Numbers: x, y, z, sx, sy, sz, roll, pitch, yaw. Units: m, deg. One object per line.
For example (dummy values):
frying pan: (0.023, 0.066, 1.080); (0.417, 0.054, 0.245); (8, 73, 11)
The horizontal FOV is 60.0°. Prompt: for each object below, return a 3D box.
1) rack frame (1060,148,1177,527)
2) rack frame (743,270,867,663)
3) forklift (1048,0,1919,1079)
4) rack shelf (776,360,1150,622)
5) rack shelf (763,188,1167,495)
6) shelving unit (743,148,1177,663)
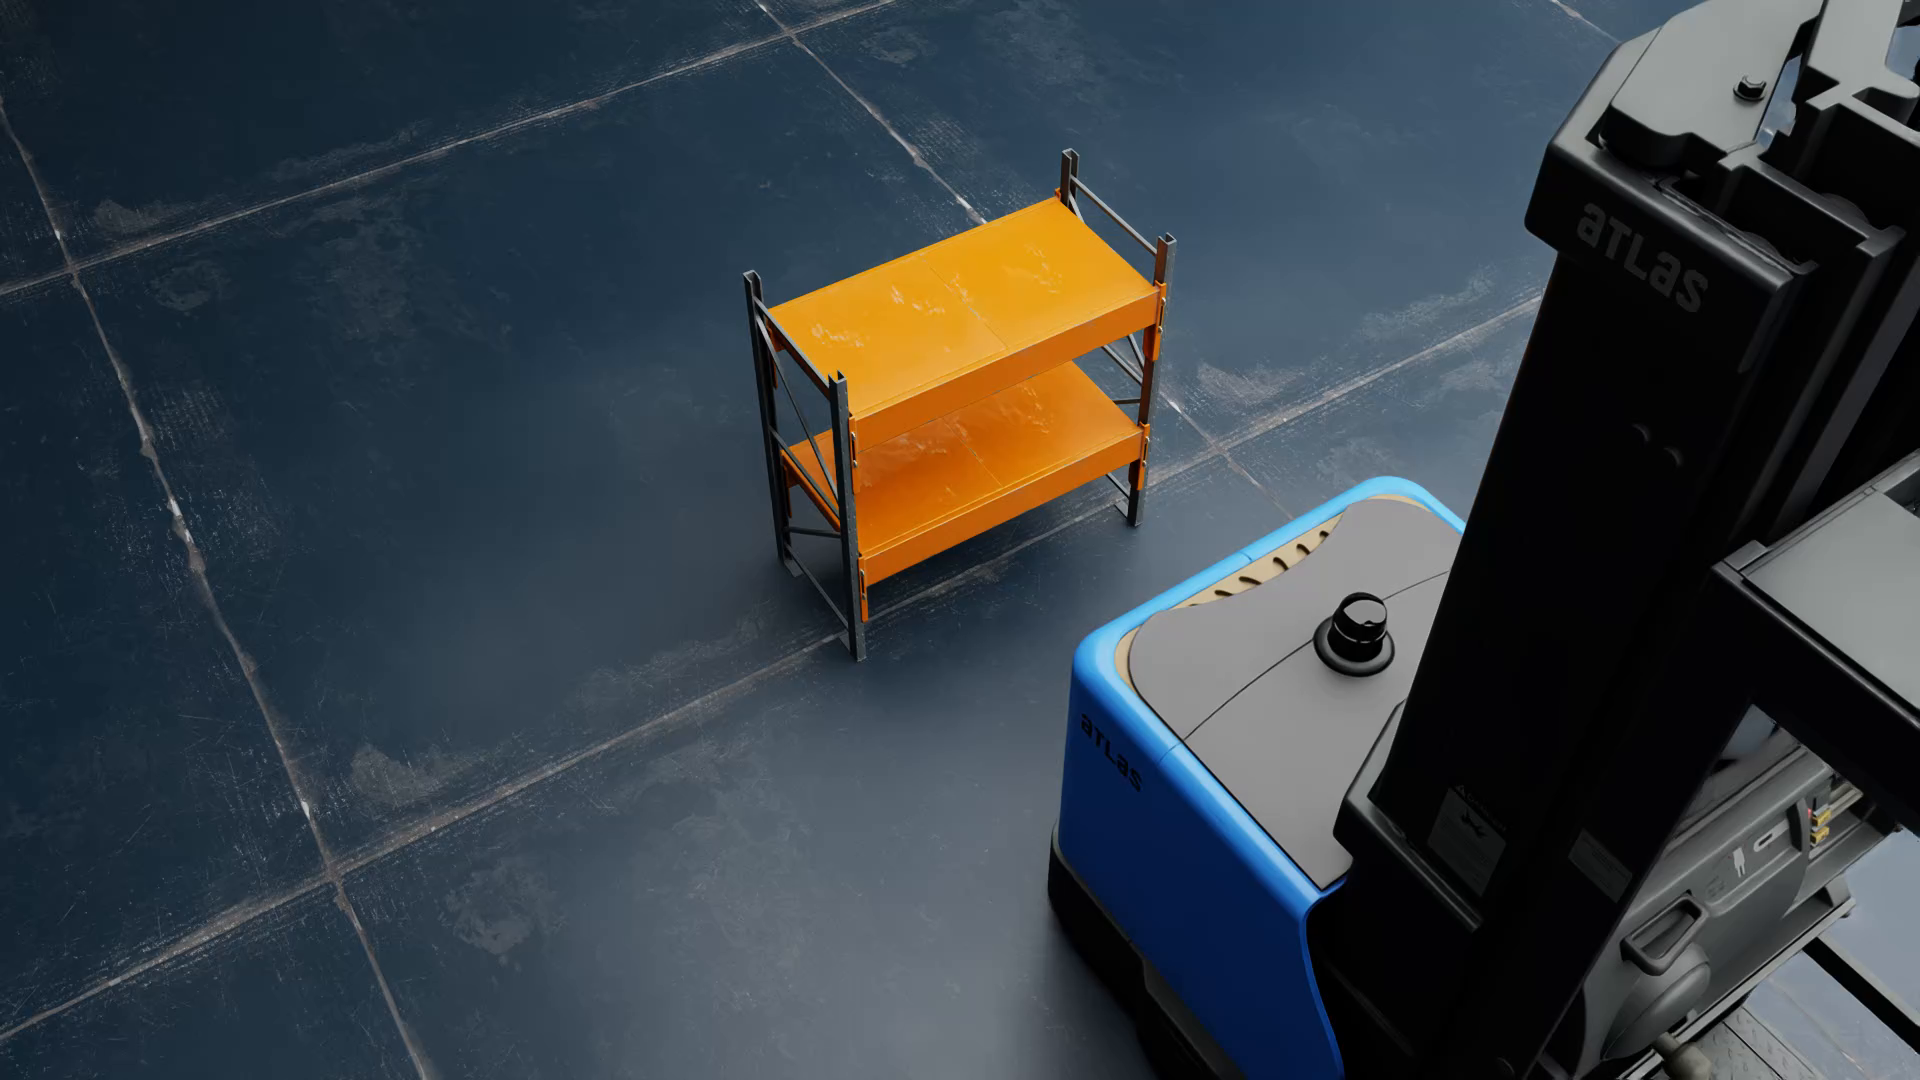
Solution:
rack frame: (0.436, -0.579, 5.013); (0.032, 1.125, 0.500); (-25, 53, -21)
rack frame: (-0.424, -0.174, 4.652); (0.032, 1.125, 0.500); (-25, 53, -21)
forklift: (1.474, 0.675, 2.686); (1.130, 2.935, 3.031); (-27, 54, -22)
rack shelf: (0.006, -0.214, 5.015); (1.000, 0.278, 0.538); (-25, 53, -21)
rack shelf: (0.006, -0.571, 4.614); (1.000, 0.278, 0.538); (-25, 53, -21)
shelving unit: (0.006, -0.377, 4.832); (1.048, 1.125, 0.538); (-25, 53, -21)
